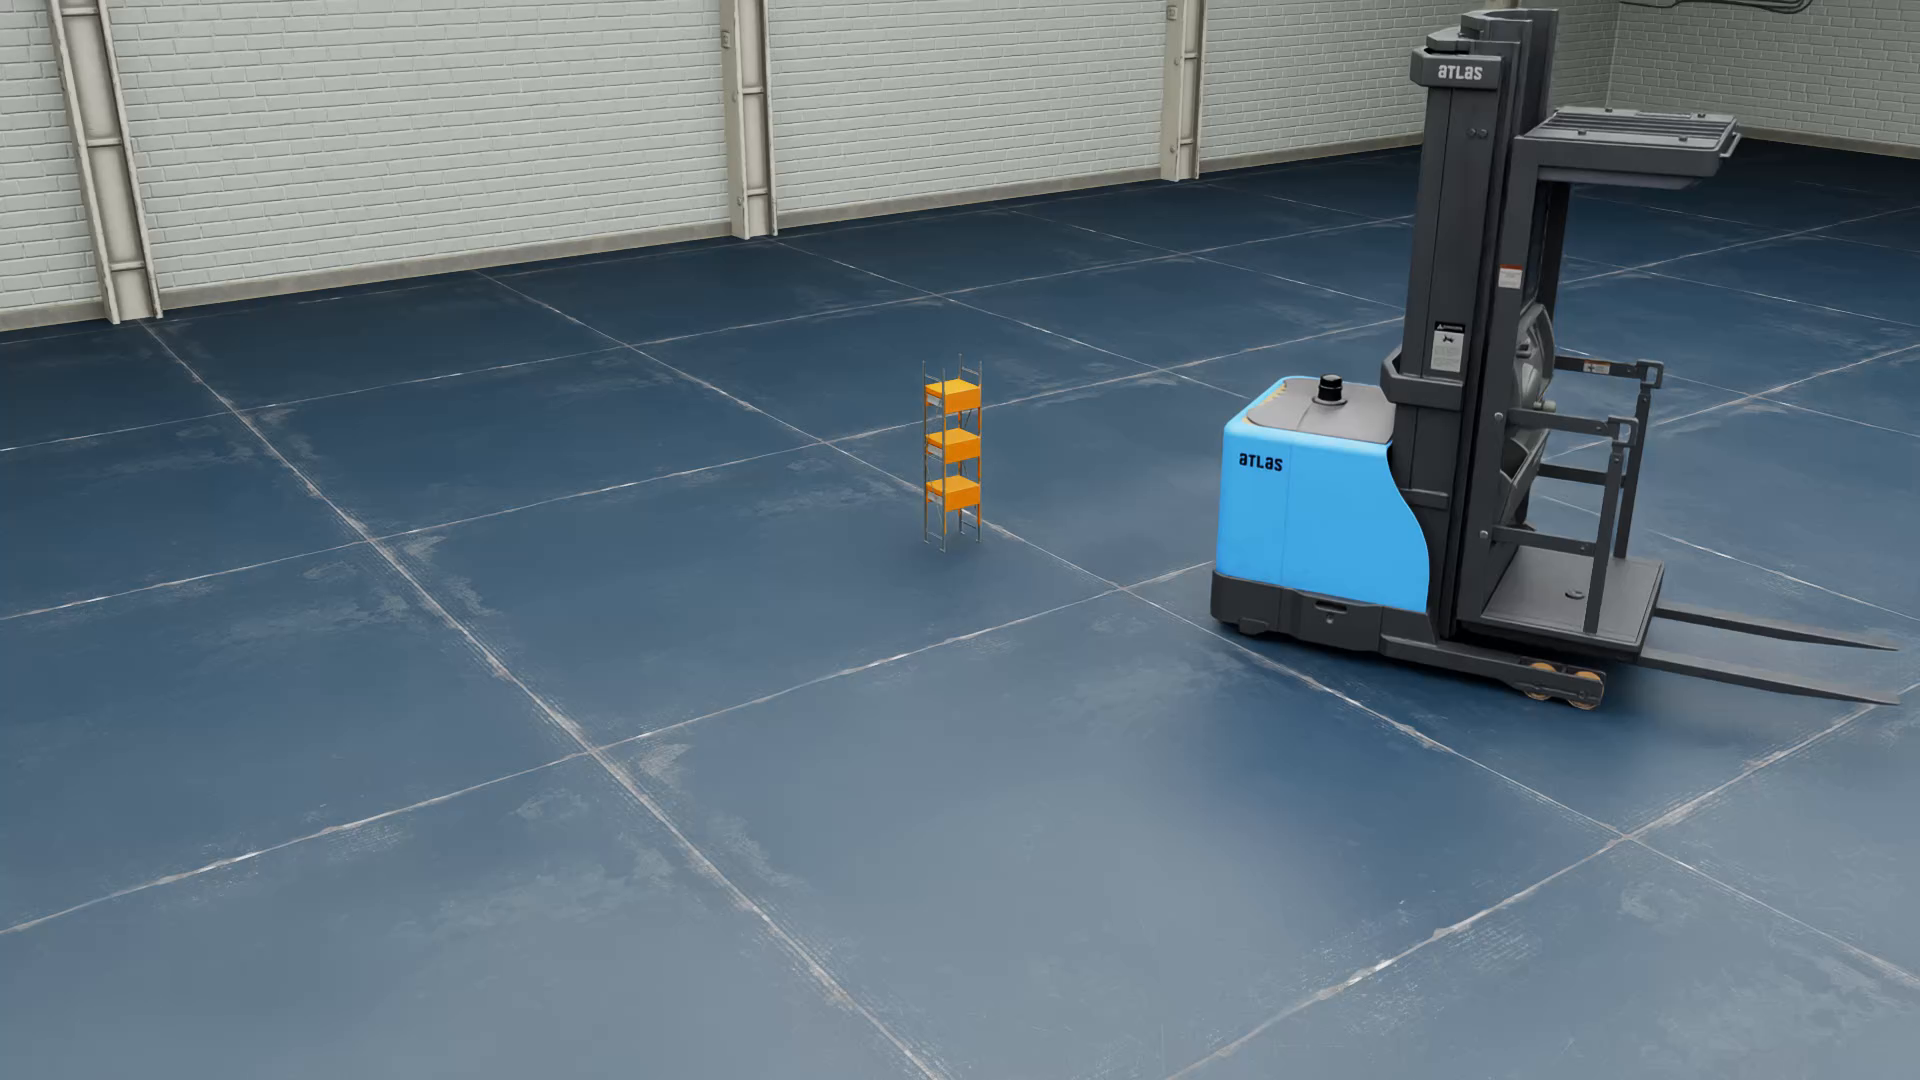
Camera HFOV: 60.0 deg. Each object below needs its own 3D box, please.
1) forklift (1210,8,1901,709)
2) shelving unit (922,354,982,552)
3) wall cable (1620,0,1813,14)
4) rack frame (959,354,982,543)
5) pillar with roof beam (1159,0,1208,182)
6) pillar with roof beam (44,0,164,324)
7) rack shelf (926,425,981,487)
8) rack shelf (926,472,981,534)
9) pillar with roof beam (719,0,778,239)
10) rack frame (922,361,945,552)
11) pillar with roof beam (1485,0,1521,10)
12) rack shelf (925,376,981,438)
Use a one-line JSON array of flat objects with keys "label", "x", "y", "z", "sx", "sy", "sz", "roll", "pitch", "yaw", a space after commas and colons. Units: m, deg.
[{"label": "forklift", "x": 2.795, "y": -0.825, "z": 7.509, "sx": 3.031, "sy": 2.935, "sz": 1.130, "roll": 11, "pitch": 24, "yaw": 25}, {"label": "shelving unit", "x": -0.043, "y": -0.476, "z": 9.173, "sx": 0.252, "sy": 1.050, "sz": 0.215, "roll": -15, "pitch": 26, "yaw": -33}, {"label": "wall cable", "x": 10.752, "y": -8.770, "z": 23.421, "sx": 0.112, "sy": 2.526, "sz": 3.097, "roll": -15, "pitch": 26, "yaw": -33}, {"label": "rack frame", "x": 0.056, "y": -0.502, "z": 9.239, "sx": 0.008, "sy": 1.050, "sz": 0.200, "roll": -15, "pitch": 26, "yaw": -33}, {"label": "pillar with roof beam", "x": 5.233, "y": -7.378, "z": 15.744, "sx": 0.400, "sy": 9.000, "sz": 9.100, "roll": -15, "pitch": 26, "yaw": -33}, {"label": "pillar with roof beam", "x": -4.508, "y": -4.781, "z": 9.235, "sx": 0.400, "sy": 9.000, "sz": 9.100, "roll": -15, "pitch": 26, "yaw": -33}, {"label": "rack shelf", "x": -0.043, "y": -0.466, "z": 9.177, "sx": 0.240, "sy": 0.259, "sz": 0.215, "roll": -15, "pitch": 26, "yaw": -33}, {"label": "rack shelf", "x": -0.043, "y": -0.208, "z": 9.280, "sx": 0.240, "sy": 0.259, "sz": 0.215, "roll": -15, "pitch": 26, "yaw": -33}, {"label": "pillar with roof beam", "x": 0.362, "y": -6.079, "z": 12.490, "sx": 0.400, "sy": 9.000, "sz": 9.100, "roll": -15, "pitch": 26, "yaw": -33}, {"label": "rack frame", "x": -0.142, "y": -0.450, "z": 9.107, "sx": 0.008, "sy": 1.050, "sz": 0.200, "roll": -15, "pitch": 26, "yaw": -33}, {"label": "pillar with roof beam", "x": 10.103, "y": -8.677, "z": 18.999, "sx": 0.400, "sy": 9.000, "sz": 9.100, "roll": -15, "pitch": 26, "yaw": -33}, {"label": "rack shelf", "x": -0.043, "y": -0.730, "z": 9.072, "sx": 0.240, "sy": 0.259, "sz": 0.215, "roll": -15, "pitch": 26, "yaw": -33}]
